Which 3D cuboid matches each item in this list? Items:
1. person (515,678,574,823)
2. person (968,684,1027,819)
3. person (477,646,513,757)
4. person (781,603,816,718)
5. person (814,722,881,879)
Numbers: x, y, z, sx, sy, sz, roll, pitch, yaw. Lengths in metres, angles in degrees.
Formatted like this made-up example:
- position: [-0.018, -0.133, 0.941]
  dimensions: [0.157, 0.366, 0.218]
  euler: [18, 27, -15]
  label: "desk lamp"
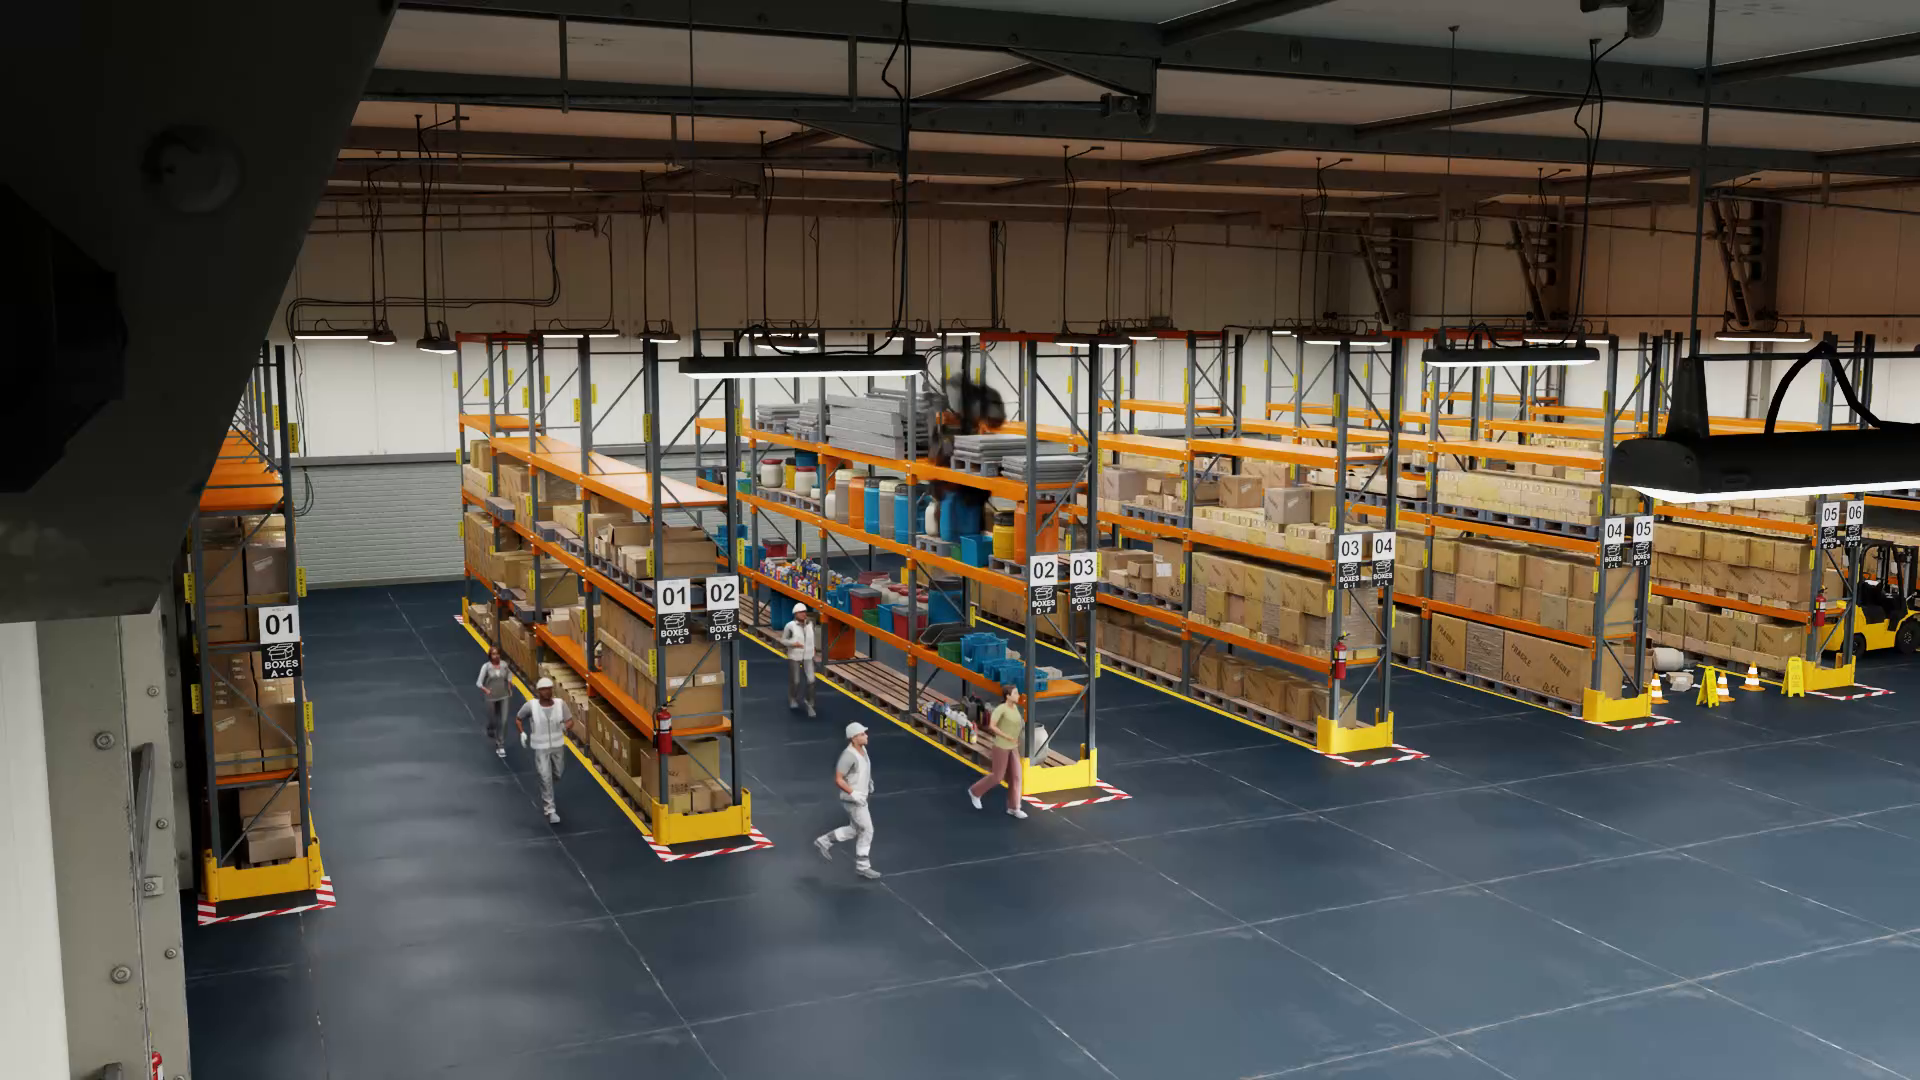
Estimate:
- position: [-5.202, 2.611, 20.992]
  dimensions: [0.691, 1.762, 0.954]
  euler: [-4, 9, -30]
  label: "person"
- position: [0.584, 2.657, 21.286]
  dimensions: [0.849, 1.662, 0.628]
  euler: [5, 9, 35]
  label: "person"
- position: [-6.738, 2.314, 24.160]
  dimensions: [0.547, 1.584, 0.759]
  euler: [-4, 9, -28]
  label: "person"
- position: [-2.550, 1.907, 26.474]
  dimensions: [0.643, 1.836, 0.777]
  euler: [-3, 8, -21]
  label: "person"
- position: [-1.277, 2.929, 18.834]
  dimensions: [0.790, 1.785, 0.641]
  euler: [1, 8, 10]
  label: "person"
